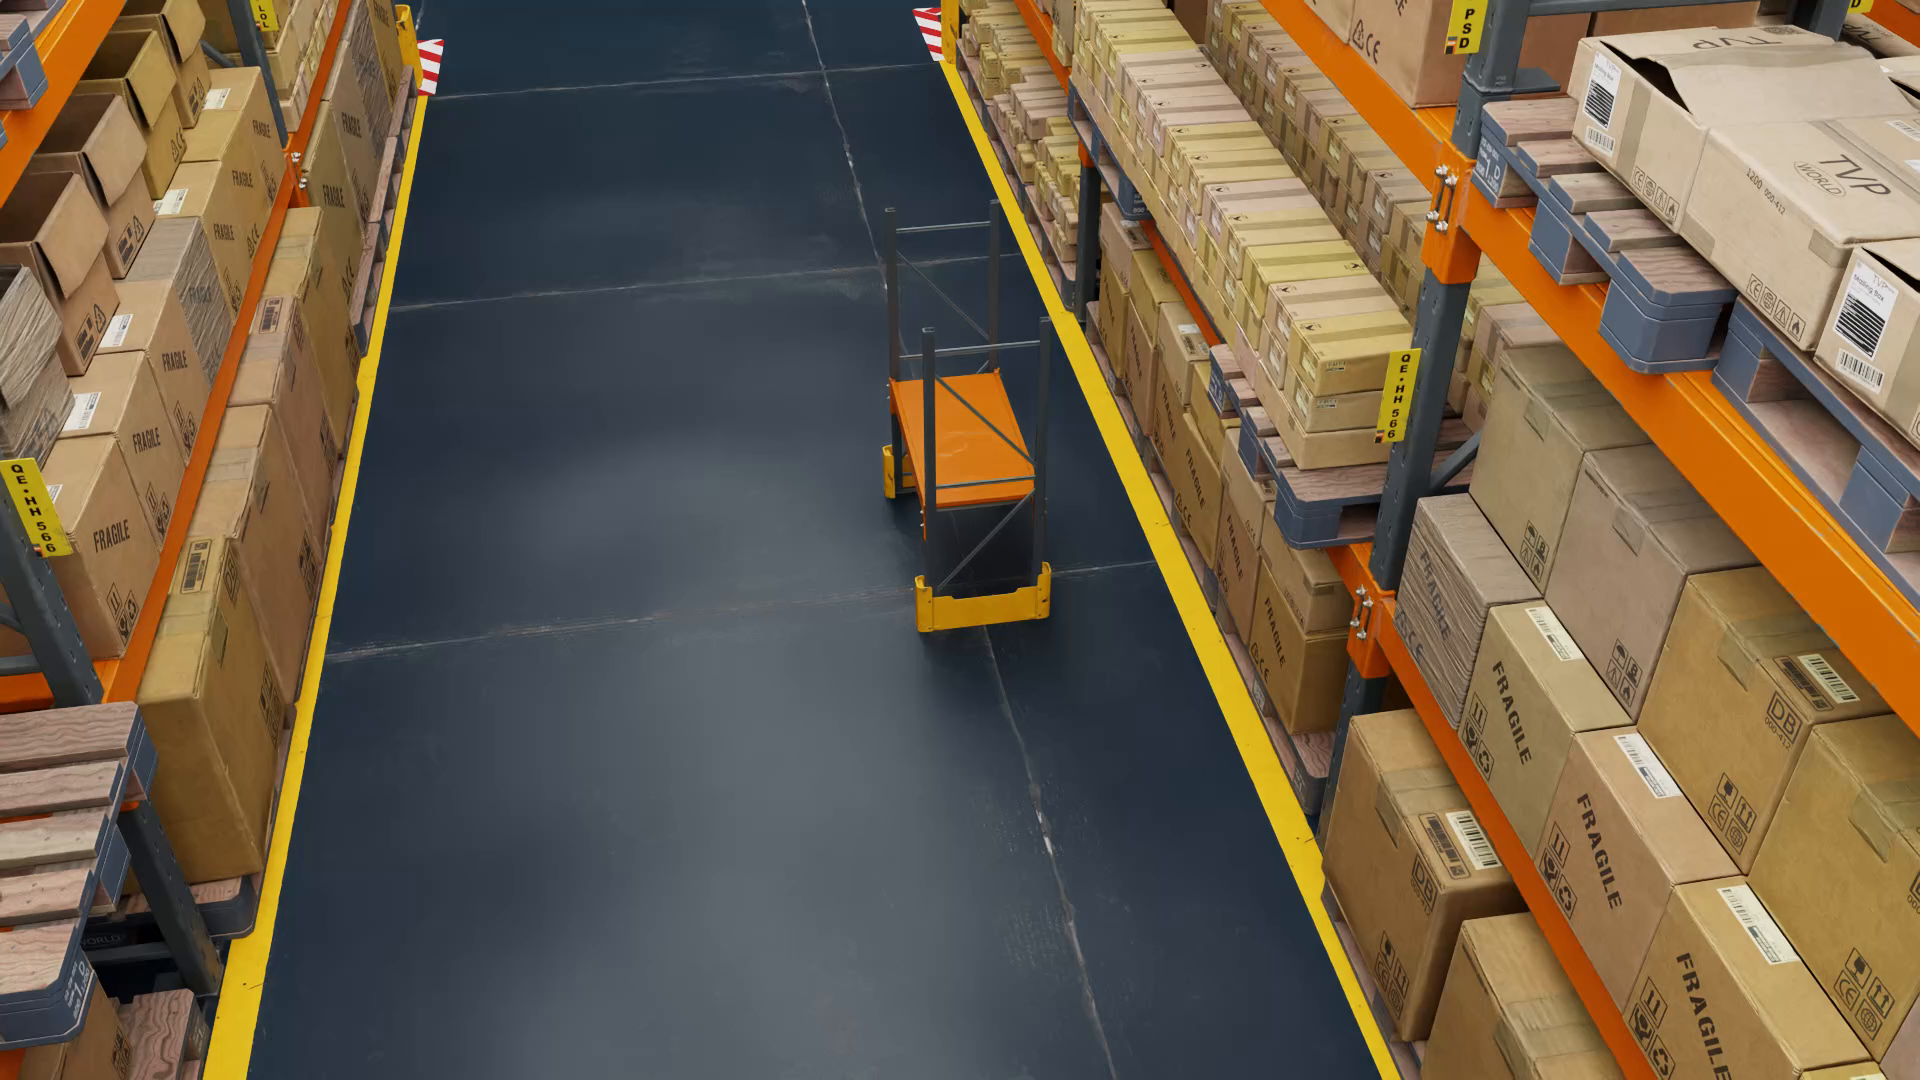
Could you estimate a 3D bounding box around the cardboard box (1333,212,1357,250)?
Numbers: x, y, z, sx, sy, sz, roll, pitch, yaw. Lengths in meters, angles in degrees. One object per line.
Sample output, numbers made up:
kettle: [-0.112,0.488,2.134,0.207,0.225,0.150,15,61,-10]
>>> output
cardboard box: [1.731,-1.226,6.746,0.380,0.149,0.250,-6,38,-7]

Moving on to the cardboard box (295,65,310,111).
cardboard box: [-3.528,-2.285,8.450,0.380,0.149,0.250,-7,38,-9]

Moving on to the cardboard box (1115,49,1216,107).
cardboard box: [0.899,-2.023,7.287,0.380,0.149,0.250,-7,38,-9]

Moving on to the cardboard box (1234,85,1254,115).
cardboard box: [1.496,-2.024,7.772,0.380,0.149,0.250,-6,38,-8]

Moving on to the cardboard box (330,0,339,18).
cardboard box: [-3.756,-3.067,9.458,0.380,0.149,0.250,-7,38,-9]

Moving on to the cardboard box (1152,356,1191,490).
cardboard box: [1.212,-0.553,7.712,0.500,0.500,0.500,-6,38,-7]

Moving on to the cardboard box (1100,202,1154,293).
cardboard box: [1.013,-1.483,8.298,0.500,0.250,0.500,-8,39,-10]

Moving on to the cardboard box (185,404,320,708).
cardboard box: [-3.305,0.120,6.540,1.225,0.875,0.875,-6,38,-8]

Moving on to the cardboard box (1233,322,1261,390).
cardboard box: [1.219,-0.688,6.053,0.380,0.149,0.250,-6,38,-7]

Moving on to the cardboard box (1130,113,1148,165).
cardboard box: [0.949,-1.748,7.175,0.380,0.149,0.250,-5,38,-6]

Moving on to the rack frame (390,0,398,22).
rack frame: [-4.458,-4.427,11.003,1.000,3.000,0.127,-6,38,-8]

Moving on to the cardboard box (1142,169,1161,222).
cardboard box: [0.994,-1.474,7.065,0.380,0.149,0.250,-7,38,-9]

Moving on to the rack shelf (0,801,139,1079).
rack shelf: [-2.705,1.897,3.449,1.077,0.370,4.000,-6,38,-8]

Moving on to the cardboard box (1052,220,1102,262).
cardboard box: [0.740,-1.723,9.505,0.380,0.149,0.250,-6,38,-7]

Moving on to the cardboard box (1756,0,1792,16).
cardboard box: [5.681,-3.707,11.823,0.875,0.438,0.875,-5,38,-7]

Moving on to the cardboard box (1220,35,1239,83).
cardboard box: [1.455,-2.289,7.871,0.380,0.149,0.250,-6,38,-8]

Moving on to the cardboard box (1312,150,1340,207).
cardboard box: [1.680,-1.505,6.862,0.380,0.149,0.250,-5,38,-6]

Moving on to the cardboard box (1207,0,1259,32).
cardboard box: [1.406,-2.563,7.982,0.380,0.149,0.250,-5,38,-6]

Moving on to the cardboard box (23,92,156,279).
cardboard box: [-3.404,-1.272,6.043,0.797,0.503,0.637,-5,38,-6]

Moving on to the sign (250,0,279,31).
sign: [-3.225,-2.501,7.645,0.100,0.325,0.005,-6,38,-8]

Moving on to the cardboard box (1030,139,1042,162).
cardboard box: [0.640,-2.433,10.175,0.380,0.149,0.250,-5,38,-7]

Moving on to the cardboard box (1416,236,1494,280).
cardboard box: [1.866,-0.979,5.943,0.380,0.149,0.250,-6,38,-8]

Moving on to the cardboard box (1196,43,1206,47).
cardboard box: [1.416,-2.590,8.844,0.380,0.149,0.250,-5,38,-6]

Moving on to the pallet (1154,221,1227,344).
pallet: [1.458,-1.183,6.984,1.003,0.211,1.213,-6,38,-8]

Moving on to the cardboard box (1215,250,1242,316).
cardboard box: [1.170,-0.971,6.175,0.380,0.149,0.250,-6,38,-8]

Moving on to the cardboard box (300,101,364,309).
cardboard box: [-3.794,-1.745,8.940,0.875,0.875,0.875,-6,38,-8]

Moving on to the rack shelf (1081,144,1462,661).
rack shelf: [1.494,-0.991,7.167,1.077,0.370,4.000,-6,38,-8]

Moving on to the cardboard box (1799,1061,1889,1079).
cardboard box: [2.014,1.413,3.405,0.500,0.500,0.500,-6,38,-7]

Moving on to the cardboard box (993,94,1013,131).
cardboard box: [0.429,-2.820,10.916,0.380,0.149,0.250,-8,39,-10]

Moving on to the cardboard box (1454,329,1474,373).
cardboard box: [1.908,-0.728,5.863,0.380,0.149,0.250,-4,38,-6]

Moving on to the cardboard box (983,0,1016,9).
cardboard box: [0.367,-3.667,11.522,0.380,0.149,0.250,-6,38,-7]

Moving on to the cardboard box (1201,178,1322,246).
cardboard box: [1.133,-1.233,6.269,0.380,0.149,0.250,-6,38,-8]

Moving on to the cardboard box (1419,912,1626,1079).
cardboard box: [2.020,1.561,4.788,1.050,0.750,0.750,-6,38,-7]

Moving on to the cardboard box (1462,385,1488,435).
cardboard box: [1.965,-0.426,5.715,0.380,0.149,0.250,-7,38,-9]

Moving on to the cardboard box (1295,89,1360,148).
cardboard box: [1.634,-1.776,6.968,0.380,0.149,0.250,-8,39,-10]

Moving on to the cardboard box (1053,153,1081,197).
cardboard box: [0.741,-2.095,9.498,0.380,0.149,0.250,-6,38,-7]

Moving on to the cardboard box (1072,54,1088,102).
cardboard box: [0.760,-2.262,8.079,0.380,0.149,0.250,-8,39,-10]

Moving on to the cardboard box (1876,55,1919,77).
cardboard box: [2.167,-1.027,3.948,0.380,0.166,0.250,-6,38,-8]

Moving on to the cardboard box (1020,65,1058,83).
cardboard box: [0.588,-2.887,10.517,0.380,0.149,0.250,-6,38,-8]

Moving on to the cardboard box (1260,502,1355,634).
cardboard box: [1.467,0.073,6.295,0.500,0.250,0.500,-7,38,-9]

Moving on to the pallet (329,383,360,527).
pallet: [-3.548,-0.452,8.159,1.003,0.211,1.213,-6,38,-8]

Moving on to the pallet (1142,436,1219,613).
pallet: [1.499,-0.173,7.801,1.003,0.211,1.213,-6,38,-8]

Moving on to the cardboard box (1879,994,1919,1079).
cardboard box: [2.273,1.000,3.122,0.700,0.500,0.500,-6,38,-8]

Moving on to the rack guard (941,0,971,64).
rack guard: [0.456,-3.866,12.319,1.175,0.500,0.348,-6,38,-8]

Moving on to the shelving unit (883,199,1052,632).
shelving unit: [0.013,-0.546,7.231,0.587,1.500,1.083,-6,38,-8]

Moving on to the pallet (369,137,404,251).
pallet: [-4.031,-2.116,10.301,1.003,0.211,1.213,-6,38,-8]

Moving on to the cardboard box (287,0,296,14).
cardboard box: [-3.668,-2.980,8.409,0.500,0.500,0.500,-6,38,-8]

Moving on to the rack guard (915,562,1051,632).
rack guard: [0.101,0.248,7.227,0.587,0.250,0.087,-6,38,-8]

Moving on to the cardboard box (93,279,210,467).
cardboard box: [-3.059,-0.577,5.967,0.500,0.500,0.500,-7,38,-9]
